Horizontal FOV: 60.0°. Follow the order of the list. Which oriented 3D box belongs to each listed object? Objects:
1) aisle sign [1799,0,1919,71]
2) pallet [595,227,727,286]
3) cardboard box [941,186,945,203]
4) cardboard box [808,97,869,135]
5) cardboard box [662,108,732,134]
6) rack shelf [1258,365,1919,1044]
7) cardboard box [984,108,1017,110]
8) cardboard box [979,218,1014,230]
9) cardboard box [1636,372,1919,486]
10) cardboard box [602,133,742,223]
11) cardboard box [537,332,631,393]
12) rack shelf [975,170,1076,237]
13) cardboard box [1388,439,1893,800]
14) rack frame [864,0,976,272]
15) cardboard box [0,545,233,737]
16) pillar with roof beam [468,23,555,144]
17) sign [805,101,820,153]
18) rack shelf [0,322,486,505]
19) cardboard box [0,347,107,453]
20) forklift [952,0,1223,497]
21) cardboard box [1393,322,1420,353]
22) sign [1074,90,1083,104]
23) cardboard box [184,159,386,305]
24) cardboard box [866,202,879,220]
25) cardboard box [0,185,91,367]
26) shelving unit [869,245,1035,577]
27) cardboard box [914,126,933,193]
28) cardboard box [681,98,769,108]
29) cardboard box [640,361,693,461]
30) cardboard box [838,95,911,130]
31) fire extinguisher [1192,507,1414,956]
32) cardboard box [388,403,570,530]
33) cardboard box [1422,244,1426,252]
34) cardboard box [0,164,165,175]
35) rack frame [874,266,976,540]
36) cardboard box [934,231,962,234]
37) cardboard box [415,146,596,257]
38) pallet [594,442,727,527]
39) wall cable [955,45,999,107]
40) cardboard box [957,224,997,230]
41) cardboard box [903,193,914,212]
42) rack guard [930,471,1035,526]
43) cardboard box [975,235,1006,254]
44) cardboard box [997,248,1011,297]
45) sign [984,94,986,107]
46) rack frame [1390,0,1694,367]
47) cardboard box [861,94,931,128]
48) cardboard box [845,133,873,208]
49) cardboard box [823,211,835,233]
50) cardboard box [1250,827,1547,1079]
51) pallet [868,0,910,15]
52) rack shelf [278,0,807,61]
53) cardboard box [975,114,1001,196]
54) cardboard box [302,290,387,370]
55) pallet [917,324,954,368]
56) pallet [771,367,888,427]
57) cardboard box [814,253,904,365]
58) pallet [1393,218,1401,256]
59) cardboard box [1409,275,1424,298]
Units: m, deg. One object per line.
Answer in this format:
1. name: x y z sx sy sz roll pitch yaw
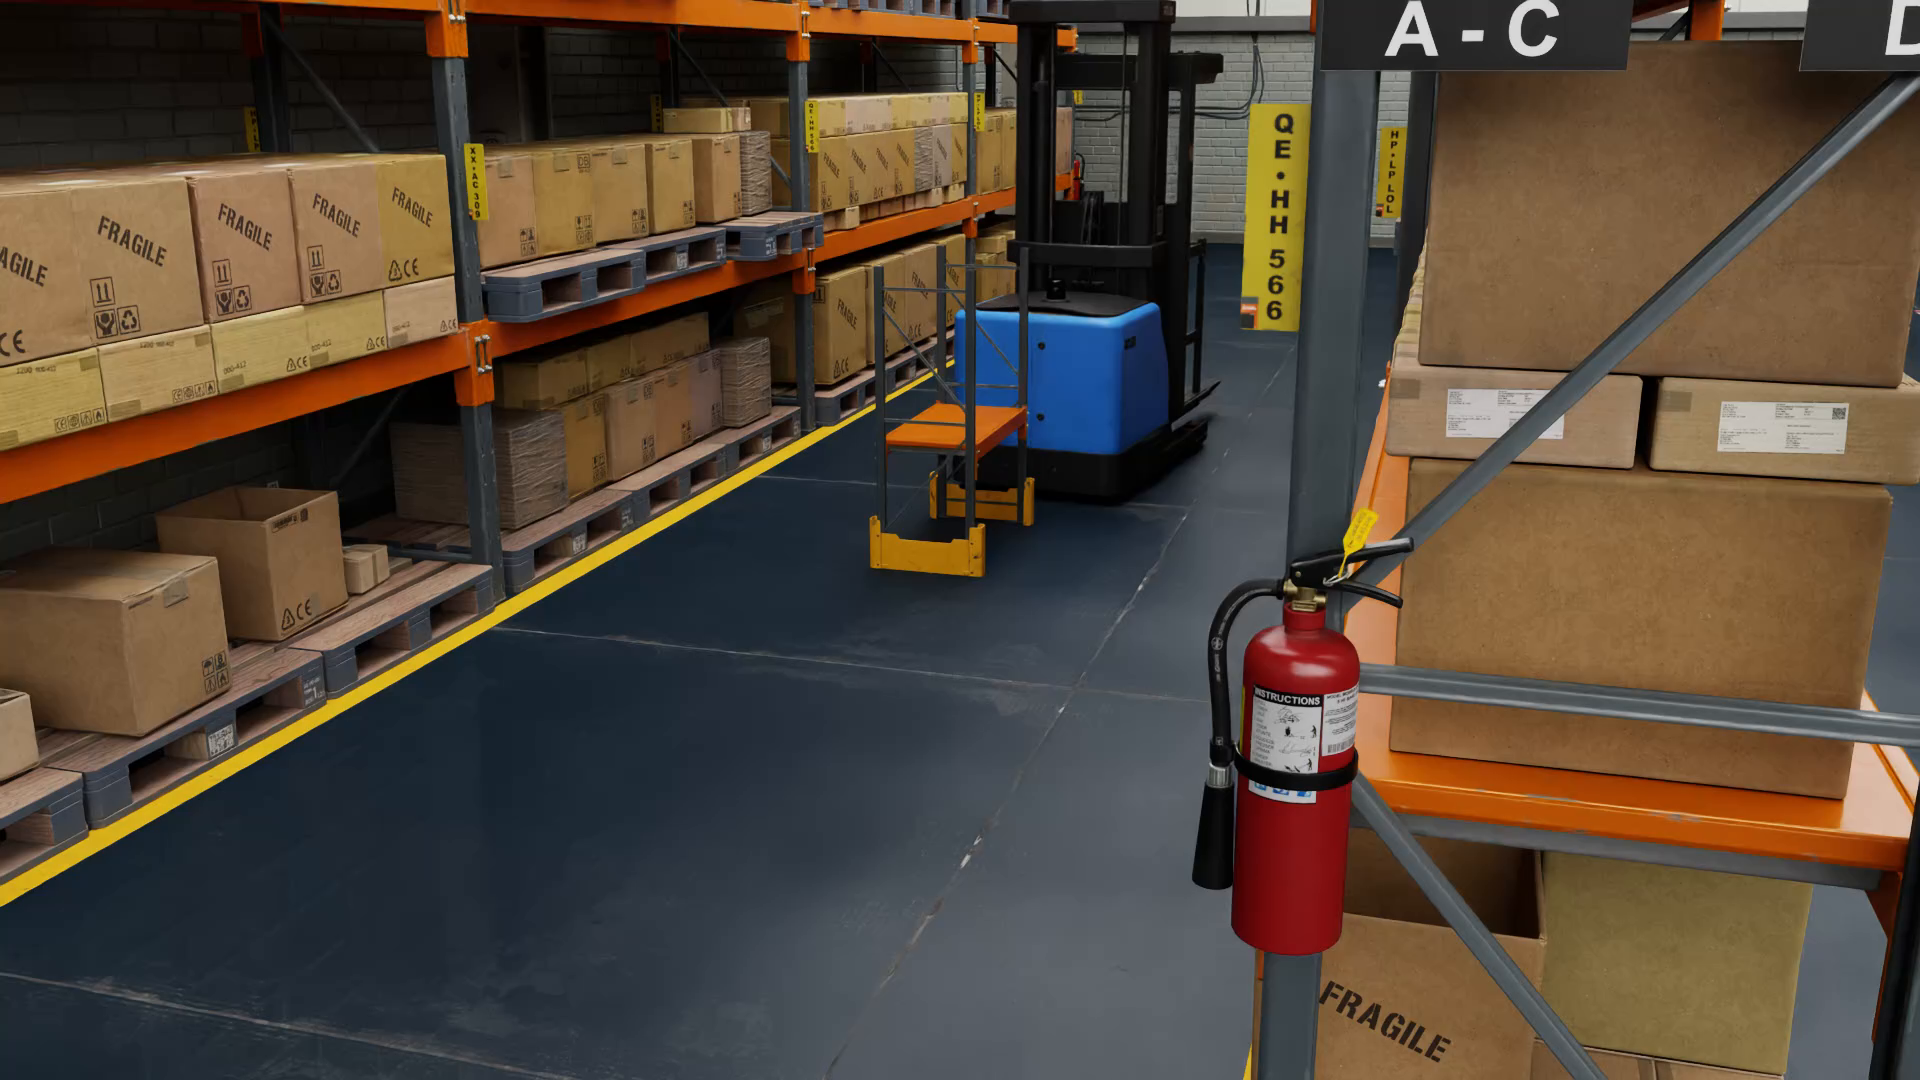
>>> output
1. aisle sign: 1.258 -0.961 1.957 0.394 0.787 0.004 5 16 16
2. pallet: -2.017 -1.614 9.375 1.003 0.211 1.213 5 16 16
3. cardboard box: -0.348 -2.920 14.052 0.380 0.149 0.250 5 17 18
4. cardboard box: -0.966 -3.029 11.871 0.500 0.250 0.500 4 16 15
5. cardboard box: -1.641 -2.622 10.397 0.380 0.149 0.250 2 16 7
6. rack shelf: 1.551 0.071 4.399 1.077 0.370 4.000 5 16 16
7. cardboard box: 0.448 -4.140 17.377 0.980 0.700 0.700 4 16 15
8. cardboard box: 0.377 -3.357 17.790 0.380 0.149 0.250 5 16 16
9. cardboard box: 1.301 -0.198 2.657 0.380 0.149 0.250 5 16 15
10. cardboard box: -1.751 -2.215 10.153 0.700 0.500 0.500 3 16 11
11. cardboard box: -2.172 -0.997 9.247 0.500 0.250 0.500 4 16 14
12. rack shelf: 0.211 -3.451 16.819 1.077 0.370 4.000 5 16 16
13. cardboard box: 1.128 0.079 2.870 0.700 0.500 0.500 5 16 16
14. rack frame: -0.357 -3.274 14.876 1.000 3.000 0.127 5 16 16
15. cardboard box: -3.066 0.345 5.891 0.700 0.500 0.500 4 16 12
16. pillar with roof beam: 1.435 -4.507 8.228 9.100 9.000 0.400 5 16 16
17. sign: -0.971 -2.707 10.899 0.100 0.325 0.005 5 16 16
18. rack shelf: -3.199 -0.312 5.750 1.077 0.370 4.000 5 16 16
19. cardboard box: -3.040 -0.445 5.139 0.500 0.250 0.500 4 16 15
20. forklift: 0.994 -2.017 10.569 1.130 2.935 3.031 7 17 22
21. cardboard box: 0.982 -0.295 3.000 0.380 0.149 0.250 5 17 17
22. sign: 1.296 -4.946 18.214 0.100 0.325 0.005 5 16 16
23. cardboard box: -2.605 -1.201 6.430 0.500 0.500 0.500 5 16 16
24. cardboard box: -0.840 -2.523 12.653 0.380 0.149 0.250 5 17 17
25. cardboard box: -3.041 -0.798 5.009 0.500 0.500 0.500 4 16 14
26. shelving unit: -0.022 -0.702 8.554 0.587 1.500 1.083 5 16 16
27. cardboard box: -0.533 -3.070 13.390 0.500 0.500 0.500 5 16 16
28. cardboard box: -1.614 -2.928 11.516 0.500 0.250 0.500 5 17 17
29. cardboard box: -2.021 -0.786 9.880 0.700 0.500 0.500 5 16 16
30. cardboard box: -0.689 -3.294 12.806 0.500 0.250 0.500 4 16 15
31. fire extinguisher: 0.504 0.281 2.485 0.296 0.674 0.183 5 16 16
32. cardboard box: -2.438 -0.384 8.461 0.700 0.500 0.500 5 17 18
33. cardboard box: 1.421 -0.697 4.419 0.380 0.149 0.250 4 16 15
34. cardboard box: -3.262 -1.108 6.101 0.500 0.500 0.500 5 17 17
35. rack frame: -0.169 -0.566 8.077 0.500 1.500 0.032 5 16 16
36. cardboard box: -0.056 -2.958 16.383 0.380 0.149 0.250 4 16 14
37. cardboard box: -2.288 -1.717 8.397 0.700 0.500 0.500 6 17 22
38. pallet: -2.066 -0.364 9.725 1.003 0.211 1.213 5 16 16
39. wall cable: 0.236 -5.218 19.866 0.084 1.984 1.851 5 16 16
40. cardboard box: 0.161 -3.158 17.088 0.380 0.149 0.250 5 17 16
41. cardboard box: -0.585 -2.724 13.358 0.380 0.149 0.250 4 16 14
42. rack guard: 0.120 -0.231 9.184 0.587 0.250 0.087 5 16 16
43. cardboard box: 0.226 -2.849 15.999 0.380 0.149 0.250 5 17 18
44. cardboard box: 0.099 -2.593 16.284 0.700 0.500 0.500 4 16 15
45. sign: 0.249 -4.820 18.594 0.100 0.325 0.005 5 16 16
46. rack frame: 2.120 -0.798 6.146 1.000 3.000 0.127 5 16 16
47. cardboard box: -0.544 -3.427 13.276 0.500 0.250 0.500 5 17 17
48. cardboard box: -0.953 -2.672 11.988 0.500 0.500 0.500 5 17 18
49. cardboard box: -1.099 -2.250 11.688 0.380 0.149 0.250 5 17 17
50. cardboard box: 0.850 0.845 3.248 0.500 0.500 0.500 5 16 16
51. pallet: -1.047 -4.045 12.443 1.003 0.211 1.213 5 17 18
52. rack shelf: -2.063 -2.801 9.030 1.077 0.370 4.000 5 16 16
53. cardboard box: -0.188 -3.559 15.331 0.980 0.700 0.700 5 17 17
54. cardboard box: -2.624 -0.842 6.537 0.500 0.250 0.500 5 17 16
55. pallet: -0.504 -1.725 14.524 1.003 0.211 1.213 5 16 16
56. pallet: -1.198 -1.087 12.273 1.003 0.211 1.213 5 16 16
57. cardboard box: -0.904 -1.806 12.871 0.750 0.750 0.750 5 16 16
58. pallet: 3.382 -1.935 10.506 1.213 0.211 1.003 5 16 16
59. cardboard box: 1.202 -0.496 3.710 0.380 0.149 0.250 5 17 18
